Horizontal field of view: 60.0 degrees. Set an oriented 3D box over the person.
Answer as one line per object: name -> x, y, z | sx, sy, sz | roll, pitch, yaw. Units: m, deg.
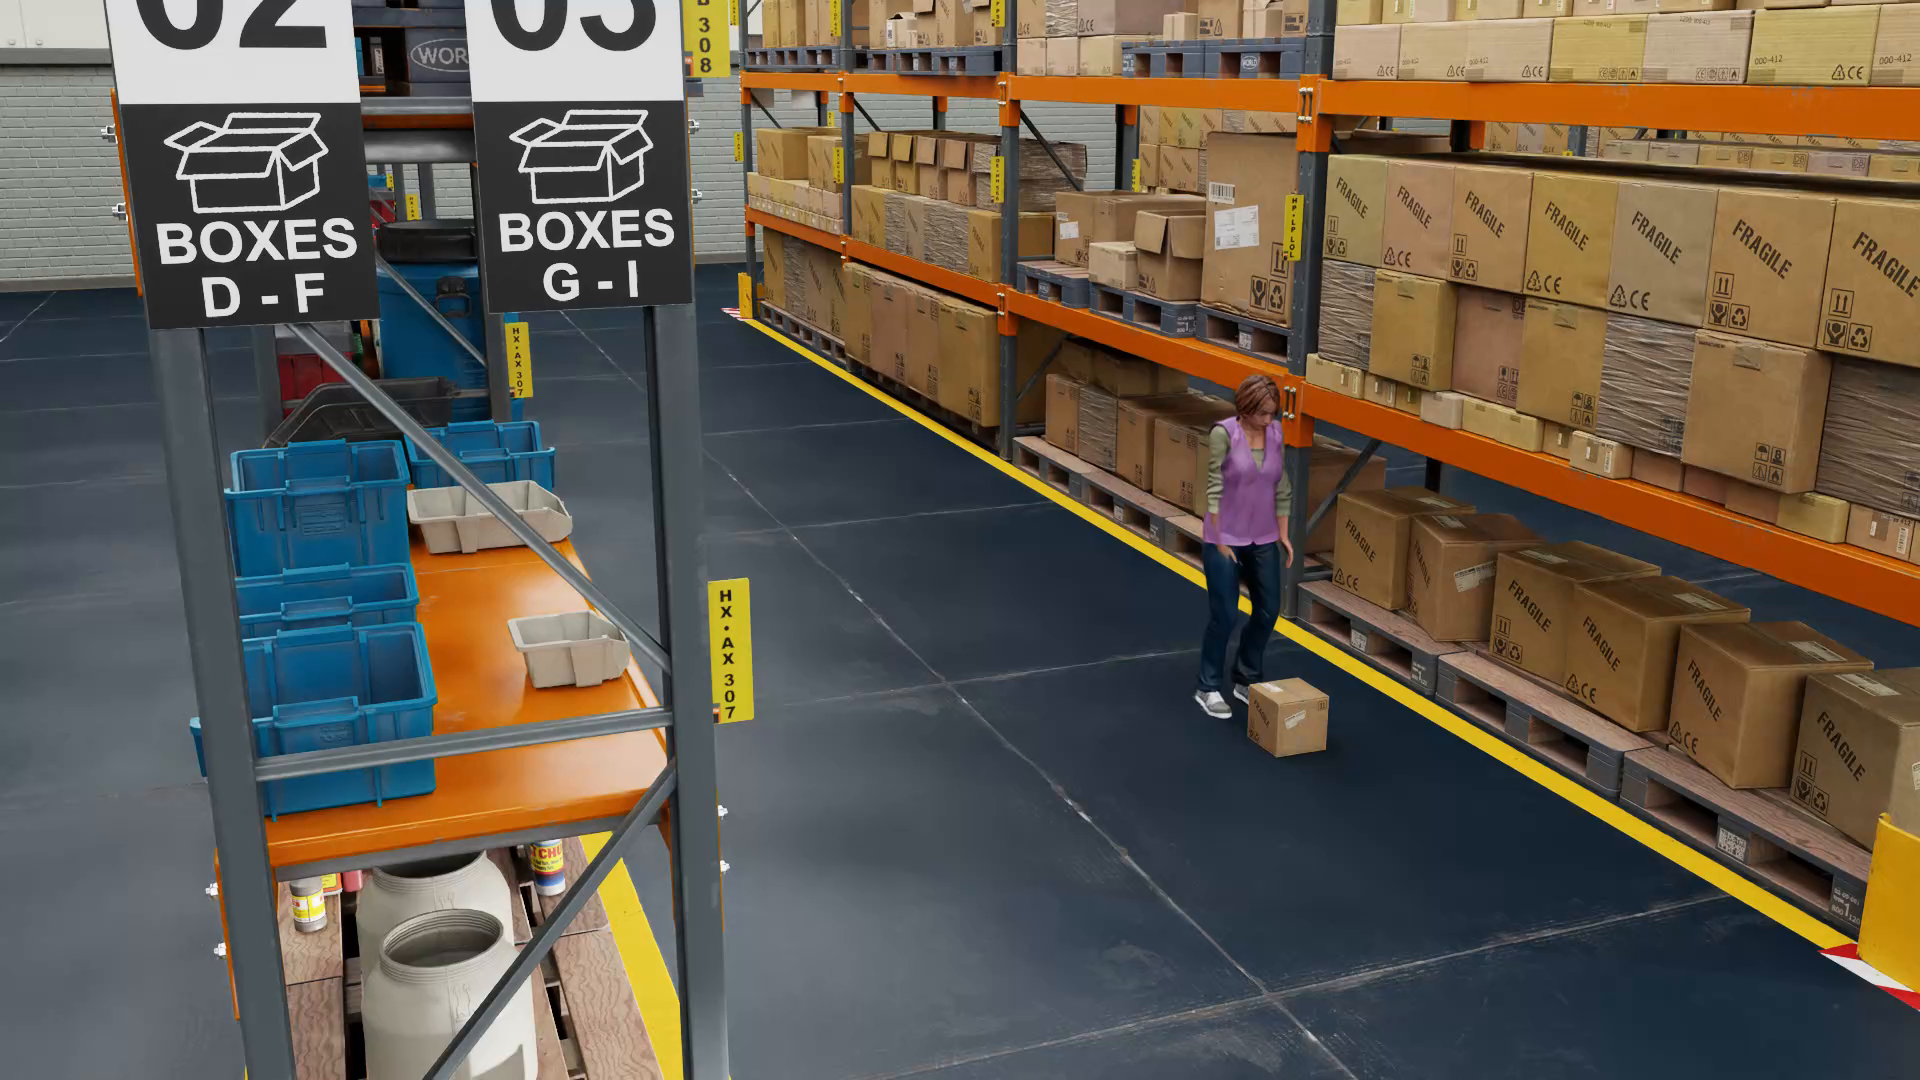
person -> 1.313, 0.108, 7.534 | 0.456, 1.408, 0.560 | -6, 17, -19
